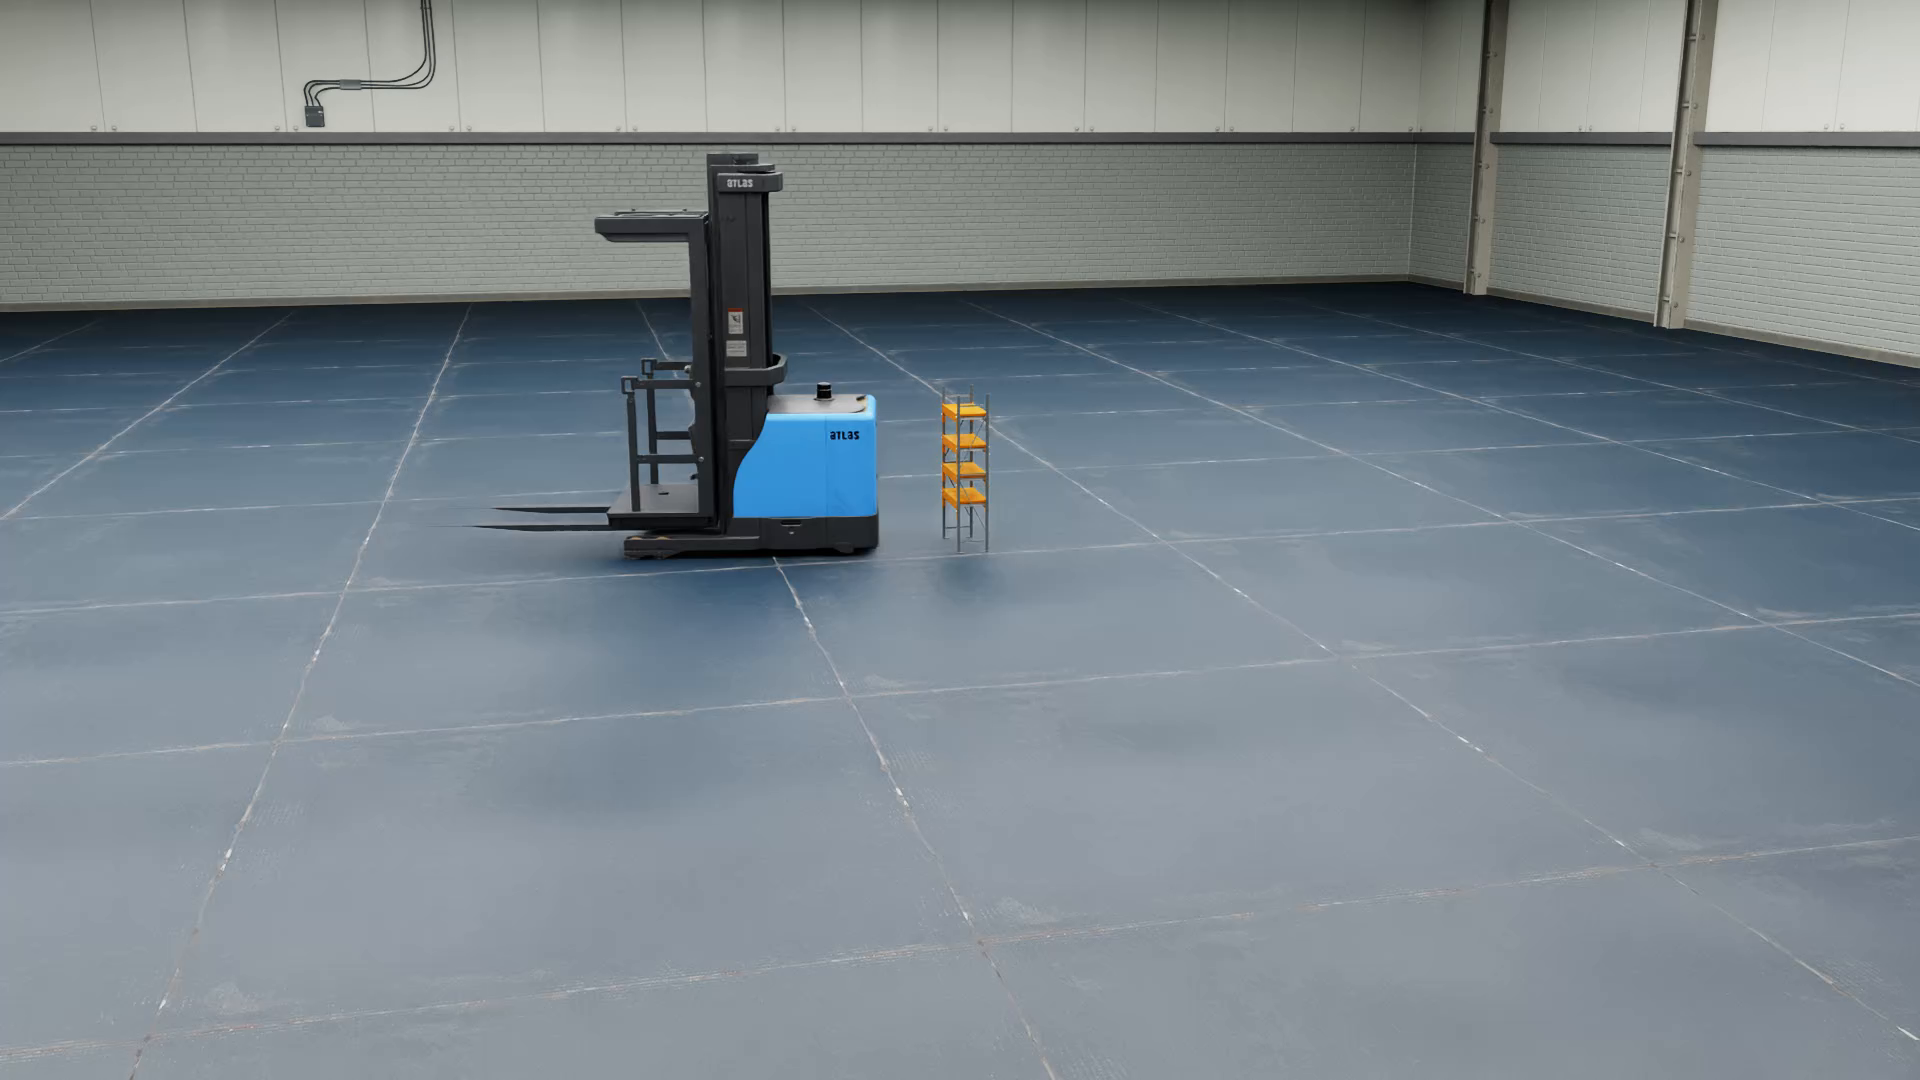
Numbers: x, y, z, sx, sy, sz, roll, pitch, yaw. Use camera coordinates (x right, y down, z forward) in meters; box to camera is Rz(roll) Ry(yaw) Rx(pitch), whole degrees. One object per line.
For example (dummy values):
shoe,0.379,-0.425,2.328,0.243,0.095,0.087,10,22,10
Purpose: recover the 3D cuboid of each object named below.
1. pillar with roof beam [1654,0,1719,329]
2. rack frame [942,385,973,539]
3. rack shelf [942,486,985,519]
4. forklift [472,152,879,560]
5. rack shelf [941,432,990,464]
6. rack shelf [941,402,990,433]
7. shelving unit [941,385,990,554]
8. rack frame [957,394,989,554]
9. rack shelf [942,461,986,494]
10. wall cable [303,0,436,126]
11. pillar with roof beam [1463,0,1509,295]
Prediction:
pillar with roof beam,7.403,-7.611,25.121,9.100,9.000,0.400,-3,14,-13
rack frame,-0.018,-0.601,12.859,0.240,1.200,0.015,-3,14,-13
rack shelf,0.039,-0.286,12.691,0.258,0.148,0.480,-3,14,-13
forklift,-2.146,-1.407,12.512,3.031,2.935,1.130,-1,14,-2
rack shelf,0.039,-0.697,12.591,0.258,0.148,0.480,-3,14,-13
rack shelf,0.039,-0.926,12.535,0.258,0.148,0.480,-3,14,-13
shelving unit,0.039,-0.545,12.628,0.258,1.200,0.503,-3,14,-13
rack frame,0.096,-0.488,12.398,0.240,1.200,0.015,-3,14,-13
rack shelf,0.039,-0.479,12.644,0.258,0.148,0.480,-3,14,-13
wall cable,-10.616,-10.411,29.413,2.305,6.003,0.169,-3,14,-13
pillar with roof beam,5.994,-8.996,30.786,9.100,9.000,0.400,-3,14,-13
